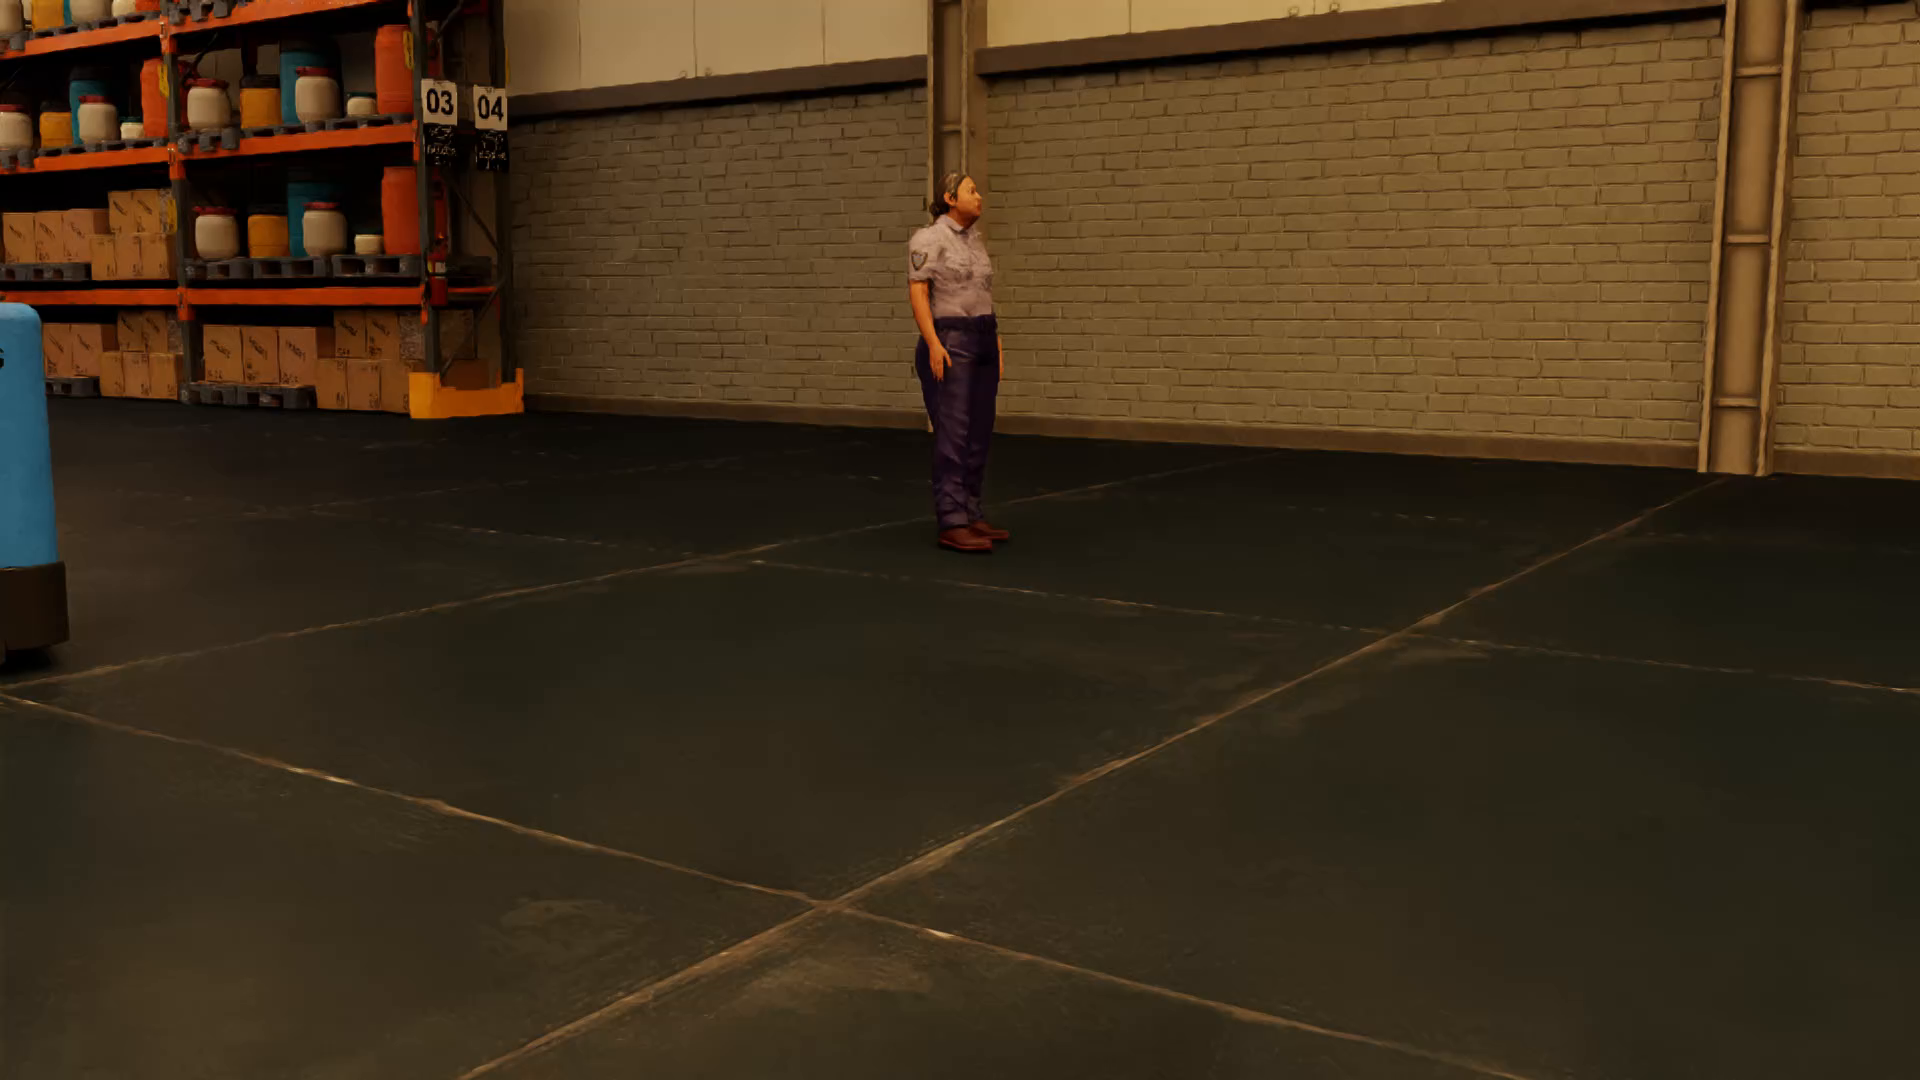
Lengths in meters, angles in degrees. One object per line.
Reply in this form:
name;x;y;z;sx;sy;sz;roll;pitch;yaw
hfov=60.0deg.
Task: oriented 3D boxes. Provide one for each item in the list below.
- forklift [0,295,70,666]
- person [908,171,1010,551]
forklift;-4.142;-1.001;4.234;3.031;2.935;1.130;-6;10;-37
person;0.062;-0.807;7.419;0.502;1.637;0.599;5;10;34
